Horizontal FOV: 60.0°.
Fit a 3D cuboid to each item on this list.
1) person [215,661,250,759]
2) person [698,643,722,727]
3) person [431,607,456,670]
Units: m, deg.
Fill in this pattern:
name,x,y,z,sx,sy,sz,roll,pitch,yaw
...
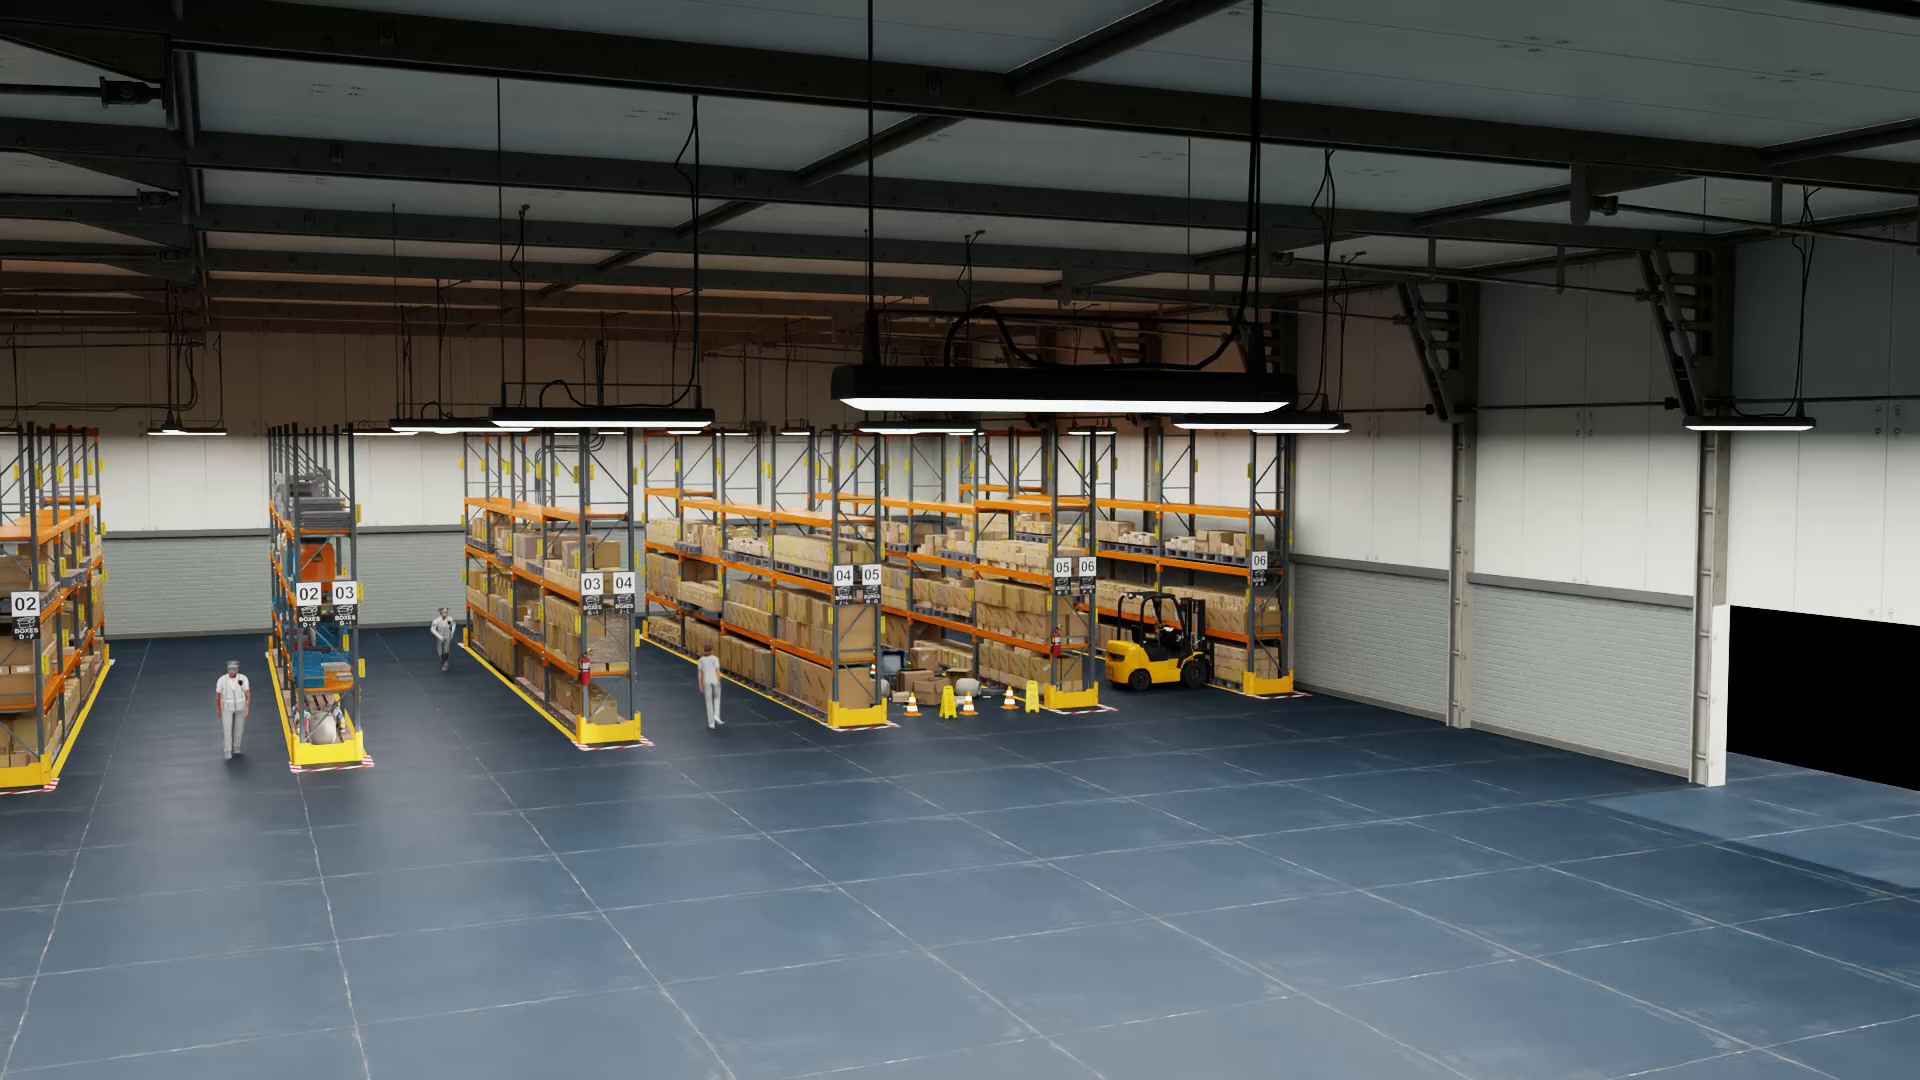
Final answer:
name,x,y,z,sx,sy,sz,roll,pitch,yaw
person,-13.025,3.018,29.837,0.547,1.710,0.984,-2,4,-34
person,-4.953,2.866,32.969,0.474,1.655,0.514,-1,4,-13
person,-12.725,2.425,40.969,0.554,1.602,0.701,-1,4,-11
